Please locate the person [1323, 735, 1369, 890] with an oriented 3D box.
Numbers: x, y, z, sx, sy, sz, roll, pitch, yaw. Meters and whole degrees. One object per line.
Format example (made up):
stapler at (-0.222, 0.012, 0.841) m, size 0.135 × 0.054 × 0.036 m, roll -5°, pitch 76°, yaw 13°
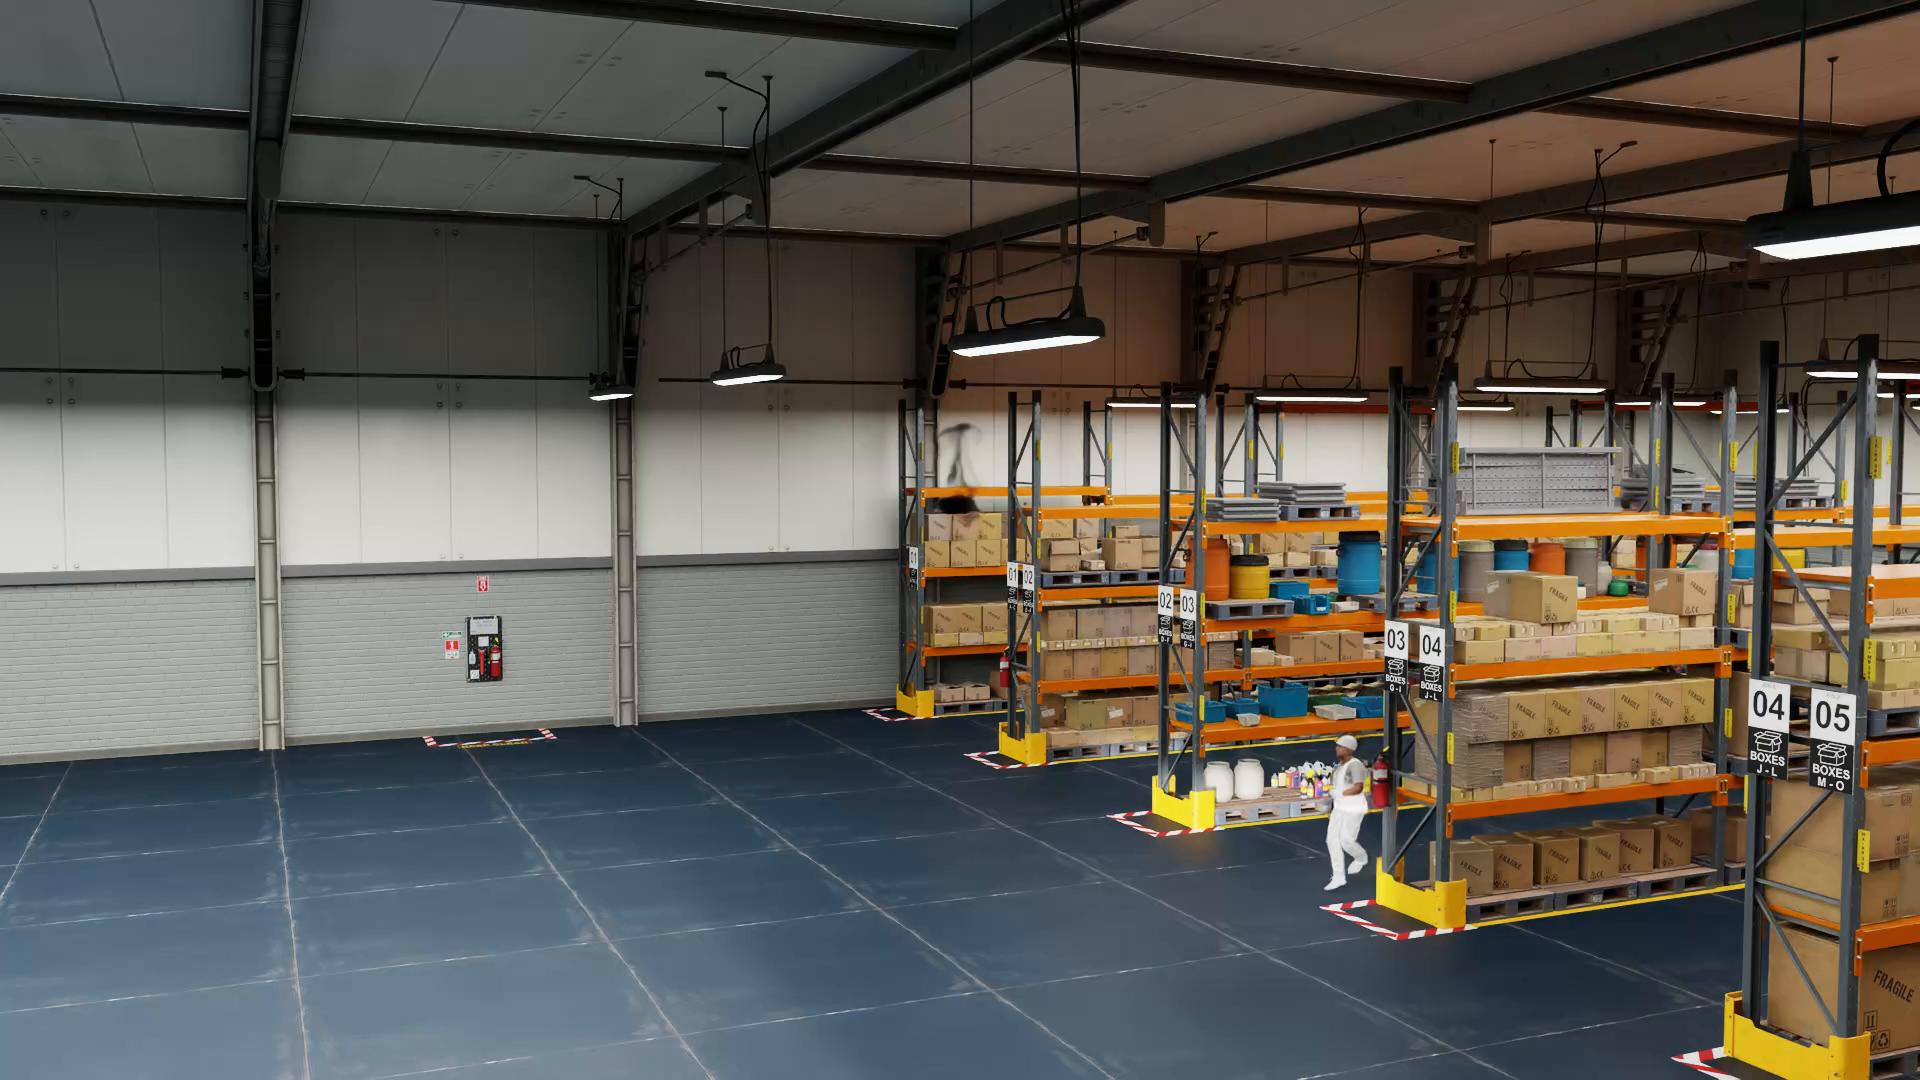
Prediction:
person at (4.504, 3.166, 19.450) m, size 0.752 × 1.785 × 0.798 m, roll -1°, pitch 4°, yaw -22°
